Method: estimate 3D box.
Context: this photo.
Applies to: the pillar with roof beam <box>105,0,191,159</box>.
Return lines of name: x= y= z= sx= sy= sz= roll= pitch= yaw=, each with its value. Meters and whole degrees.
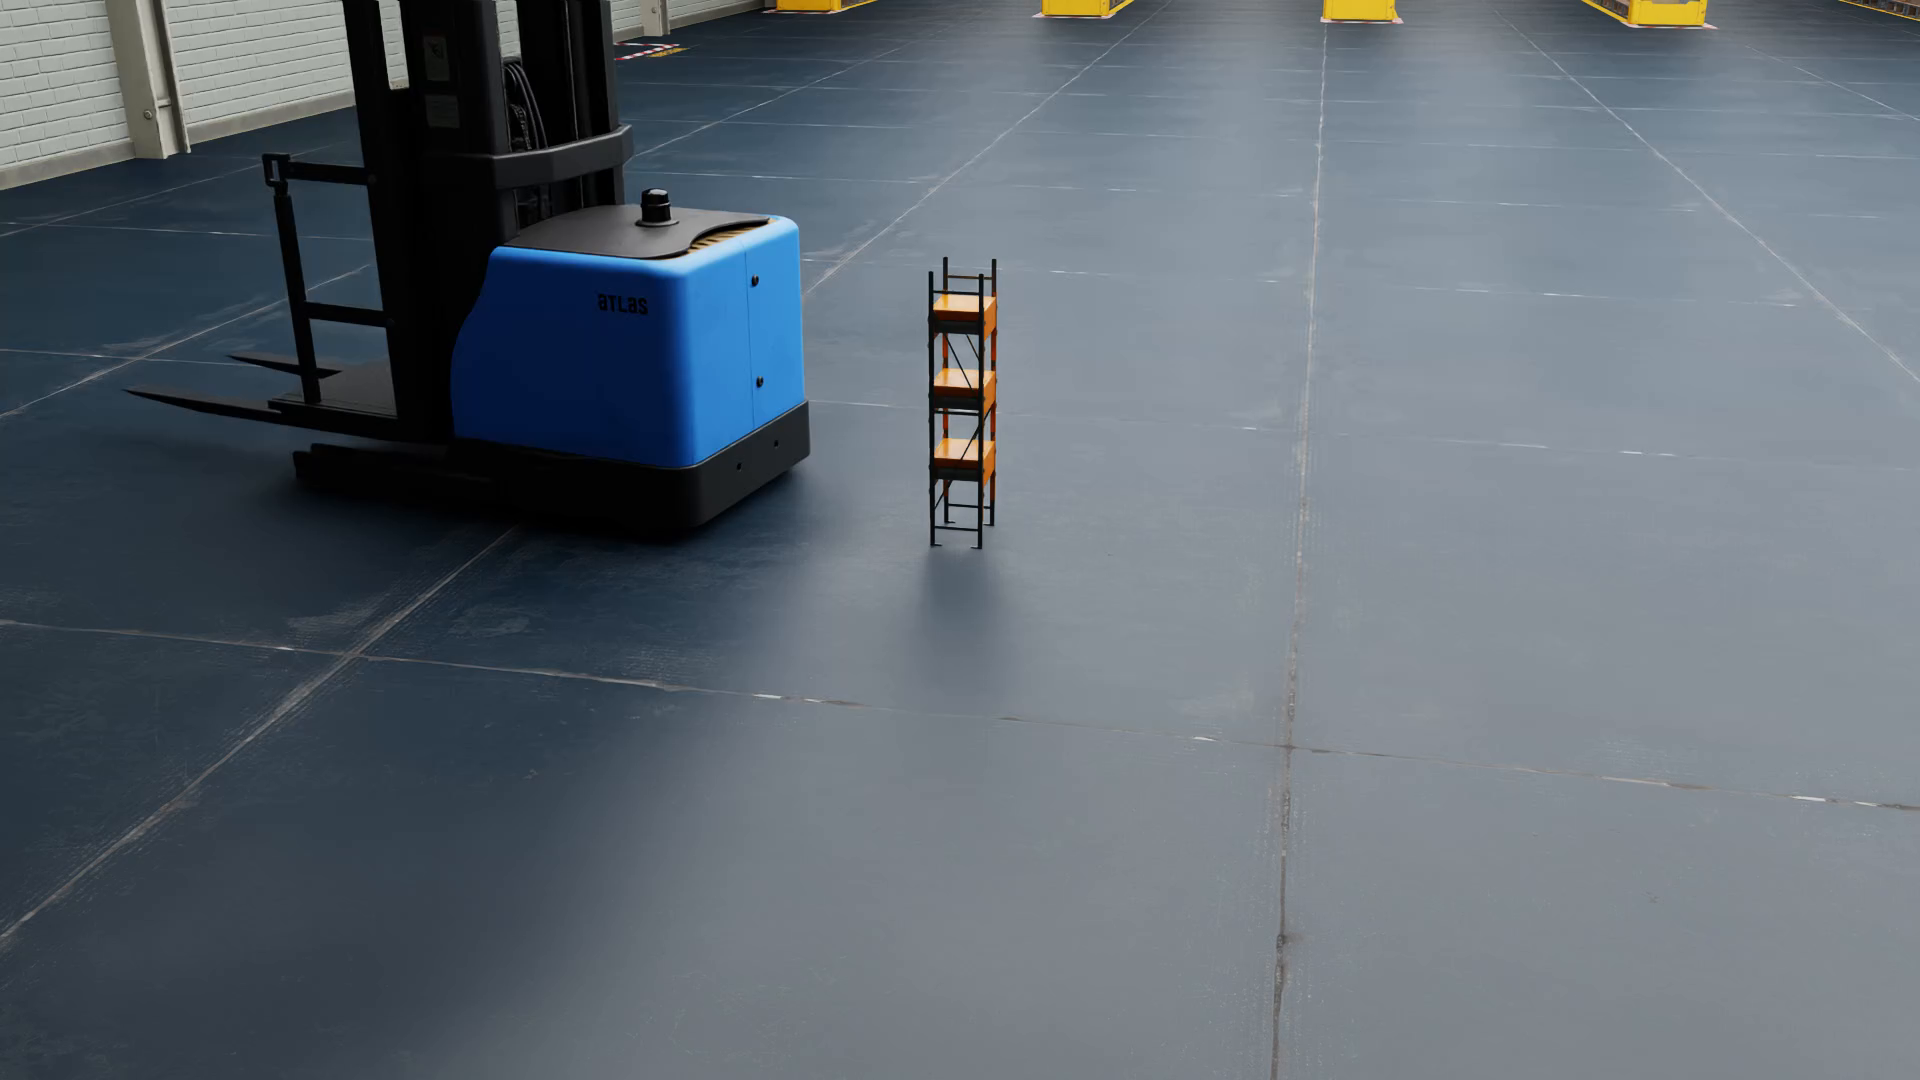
pillar with roof beam: x=-2.958 y=-7.309 z=12.457 sx=9.100 sy=9.000 sz=0.400 roll=4 pitch=22 yaw=11

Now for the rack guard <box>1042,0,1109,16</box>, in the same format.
rack guard: x=2.050 y=-9.571 z=29.450 sx=1.175 sy=0.500 sz=0.348 roll=4 pitch=22 yaw=11

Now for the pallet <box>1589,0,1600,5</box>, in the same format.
pallet: x=12.726 y=-10.437 z=31.987 sx=1.003 sy=0.211 sz=1.213 roll=4 pitch=22 yaw=11

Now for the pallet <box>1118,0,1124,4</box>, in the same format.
pallet: x=2.668 y=-10.621 z=32.444 sx=1.003 sy=0.211 sz=1.213 roll=4 pitch=22 yaw=11

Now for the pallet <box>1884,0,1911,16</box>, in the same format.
pallet: x=17.172 y=-9.465 z=29.573 sx=1.003 sy=0.211 sz=1.213 roll=4 pitch=22 yaw=11

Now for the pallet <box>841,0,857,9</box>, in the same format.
pallet: x=-2.579 y=-10.145 z=31.260 sx=1.003 sy=0.211 sz=1.213 roll=4 pitch=22 yaw=11

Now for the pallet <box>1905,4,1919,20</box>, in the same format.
pallet: x=16.925 y=-9.018 z=28.462 sx=1.003 sy=0.211 sz=1.213 roll=4 pitch=22 yaw=11

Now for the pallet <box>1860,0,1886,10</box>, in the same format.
pallet: x=17.487 y=-10.025 z=30.964 sx=1.003 sy=0.211 sz=1.213 roll=4 pitch=22 yaw=11

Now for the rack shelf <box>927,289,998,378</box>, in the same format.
rack shelf: x=0.011 y=-0.760 z=6.104 sx=0.215 sy=0.259 sz=0.240 roll=4 pitch=22 yaw=11

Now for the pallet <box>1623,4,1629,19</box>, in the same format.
pallet: x=11.968 y=-9.012 z=28.447 sx=1.003 sy=0.211 sz=1.213 roll=4 pitch=22 yaw=11

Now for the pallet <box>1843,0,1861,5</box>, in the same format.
pallet: x=17.734 y=-10.473 z=32.075 sx=1.003 sy=0.211 sz=1.213 roll=4 pitch=22 yaw=11

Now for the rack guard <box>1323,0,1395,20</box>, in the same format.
rack guard: x=6.873 y=-9.233 z=28.609 sx=1.175 sy=0.500 sz=0.348 roll=4 pitch=22 yaw=11

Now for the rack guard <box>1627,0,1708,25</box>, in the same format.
rack guard: x=11.768 y=-8.851 z=27.662 sx=1.175 sy=0.500 sz=0.348 roll=4 pitch=22 yaw=11

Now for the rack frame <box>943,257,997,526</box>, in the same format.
rack frame: x=0.036 y=-0.551 z=6.317 sx=0.200 sy=1.050 sz=0.008 roll=4 pitch=22 yaw=11

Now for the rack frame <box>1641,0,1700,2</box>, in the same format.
rack frame: x=11.752 y=-9.983 z=27.126 sx=1.000 sy=3.000 sz=0.127 roll=4 pitch=22 yaw=11

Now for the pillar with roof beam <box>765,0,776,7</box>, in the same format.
pillar with roof beam: x=0.715 y=-13.892 z=28.803 sx=9.100 sy=9.000 sz=0.400 roll=4 pitch=22 yaw=11

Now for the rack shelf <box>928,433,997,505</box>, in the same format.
rack shelf: x=0.011 y=-0.239 z=6.314 sx=0.215 sy=0.259 sz=0.240 roll=4 pitch=22 yaw=11

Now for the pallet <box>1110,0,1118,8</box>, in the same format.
pallet: x=2.421 y=-10.174 z=31.333 sx=1.003 sy=0.211 sz=1.213 roll=4 pitch=22 yaw=11

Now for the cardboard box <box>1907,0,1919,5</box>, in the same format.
cardboard box: x=17.026 y=-9.686 z=28.669 sx=0.875 sy=0.875 sz=0.875 roll=5 pitch=22 yaw=11

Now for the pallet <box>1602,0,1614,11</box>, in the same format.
pallet: x=12.466 y=-9.904 z=30.663 sx=1.003 sy=0.211 sz=1.213 roll=4 pitch=22 yaw=11

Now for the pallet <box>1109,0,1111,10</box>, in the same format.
pallet: x=2.170 y=-9.729 z=30.228 sx=1.003 sy=0.211 sz=1.213 roll=4 pitch=22 yaw=11

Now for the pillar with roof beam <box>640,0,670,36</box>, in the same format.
pillar with roof beam: x=-0.509 y=-11.698 z=23.354 sx=9.100 sy=9.000 sz=0.400 roll=4 pitch=22 yaw=11

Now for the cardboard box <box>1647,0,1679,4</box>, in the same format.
cardboard box: x=11.896 y=-9.246 z=28.079 sx=0.500 sy=0.500 sz=0.500 roll=9 pitch=24 yaw=21

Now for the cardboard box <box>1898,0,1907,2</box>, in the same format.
cardboard box: x=17.207 y=-10.015 z=29.489 sx=0.875 sy=0.875 sz=0.875 roll=5 pitch=22 yaw=12

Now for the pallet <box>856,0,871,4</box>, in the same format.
pallet: x=-2.328 y=-10.589 z=32.364 sx=1.003 sy=0.211 sz=1.213 roll=4 pitch=22 yaw=11

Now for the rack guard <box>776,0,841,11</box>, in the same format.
rack guard: x=-2.780 y=-9.984 z=30.475 sx=1.175 sy=0.500 sz=0.348 roll=4 pitch=22 yaw=11

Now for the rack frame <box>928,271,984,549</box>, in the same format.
rack frame: x=-0.014 y=-0.462 z=6.095 sx=0.200 sy=1.050 sz=0.008 roll=4 pitch=22 yaw=11

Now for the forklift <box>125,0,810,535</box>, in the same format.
forklift: x=-2.204 y=-1.720 z=6.701 sx=3.031 sy=2.935 sz=1.130 roll=9 pitch=24 yaw=21

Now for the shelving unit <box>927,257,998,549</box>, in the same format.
shelving unit: x=0.011 y=-0.507 z=6.206 sx=0.215 sy=1.050 sz=0.252 roll=4 pitch=22 yaw=11

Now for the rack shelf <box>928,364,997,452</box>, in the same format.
rack shelf: x=0.011 y=-0.497 z=6.210 sx=0.215 sy=0.259 sz=0.240 roll=4 pitch=22 yaw=11

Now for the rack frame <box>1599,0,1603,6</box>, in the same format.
rack frame: x=12.569 y=-11.446 z=30.759 sx=1.000 sy=3.000 sz=0.127 roll=4 pitch=22 yaw=11

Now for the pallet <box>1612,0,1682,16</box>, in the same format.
pallet: x=12.219 y=-9.457 z=29.552 sx=1.003 sy=0.211 sz=1.213 roll=4 pitch=22 yaw=11
